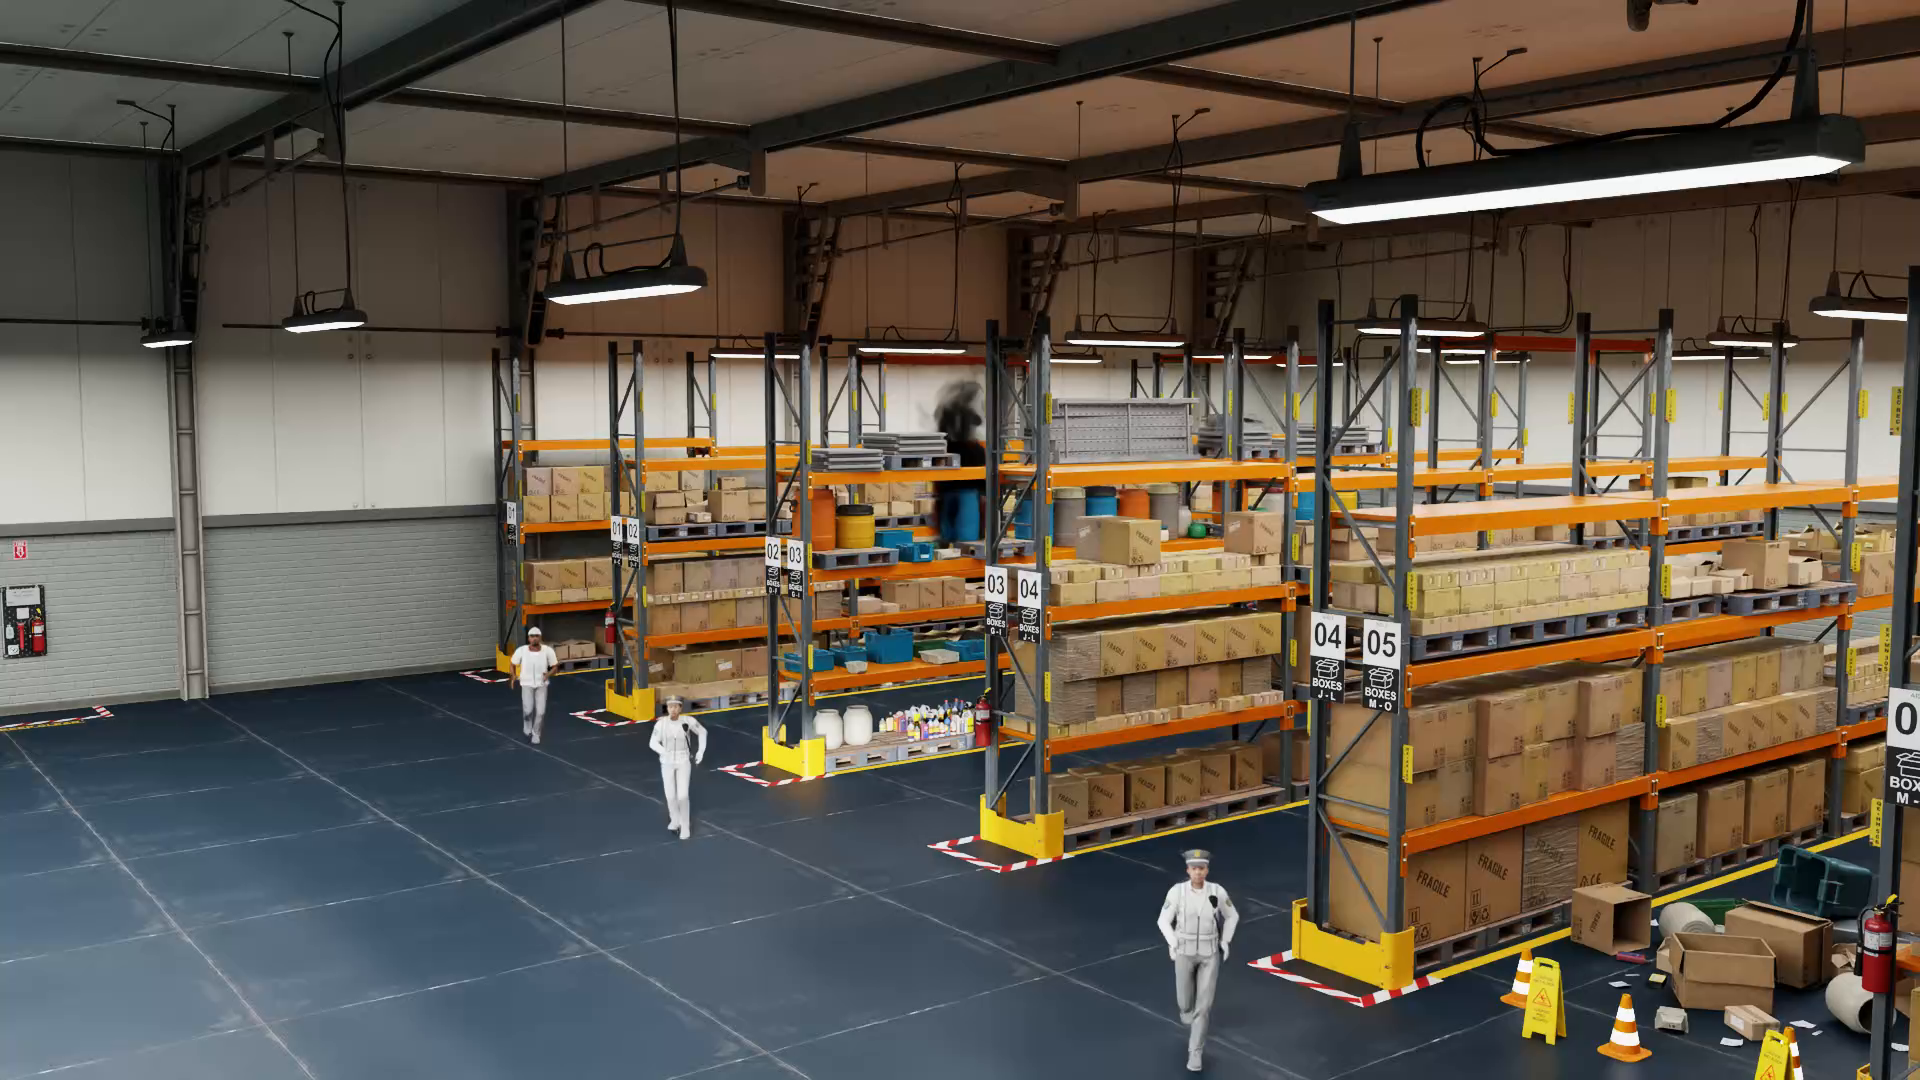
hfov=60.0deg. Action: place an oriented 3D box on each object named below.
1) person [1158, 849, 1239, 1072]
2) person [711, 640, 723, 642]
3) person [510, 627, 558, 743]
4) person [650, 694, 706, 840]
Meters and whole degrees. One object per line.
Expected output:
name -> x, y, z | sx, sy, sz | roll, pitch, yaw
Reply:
person -> 1.858, 3.206, 12.950 | 0.630, 1.668, 0.726 | 1, 5, 6
person -> -4.330, 1.667, 29.878 | 0.640, 1.836, 0.727 | 5, 7, 44
person -> -6.288, 2.151, 24.578 | 0.698, 1.724, 0.579 | -1, 5, -15
person -> -3.287, 2.643, 19.357 | 0.628, 1.746, 0.705 | 0, 5, -2
